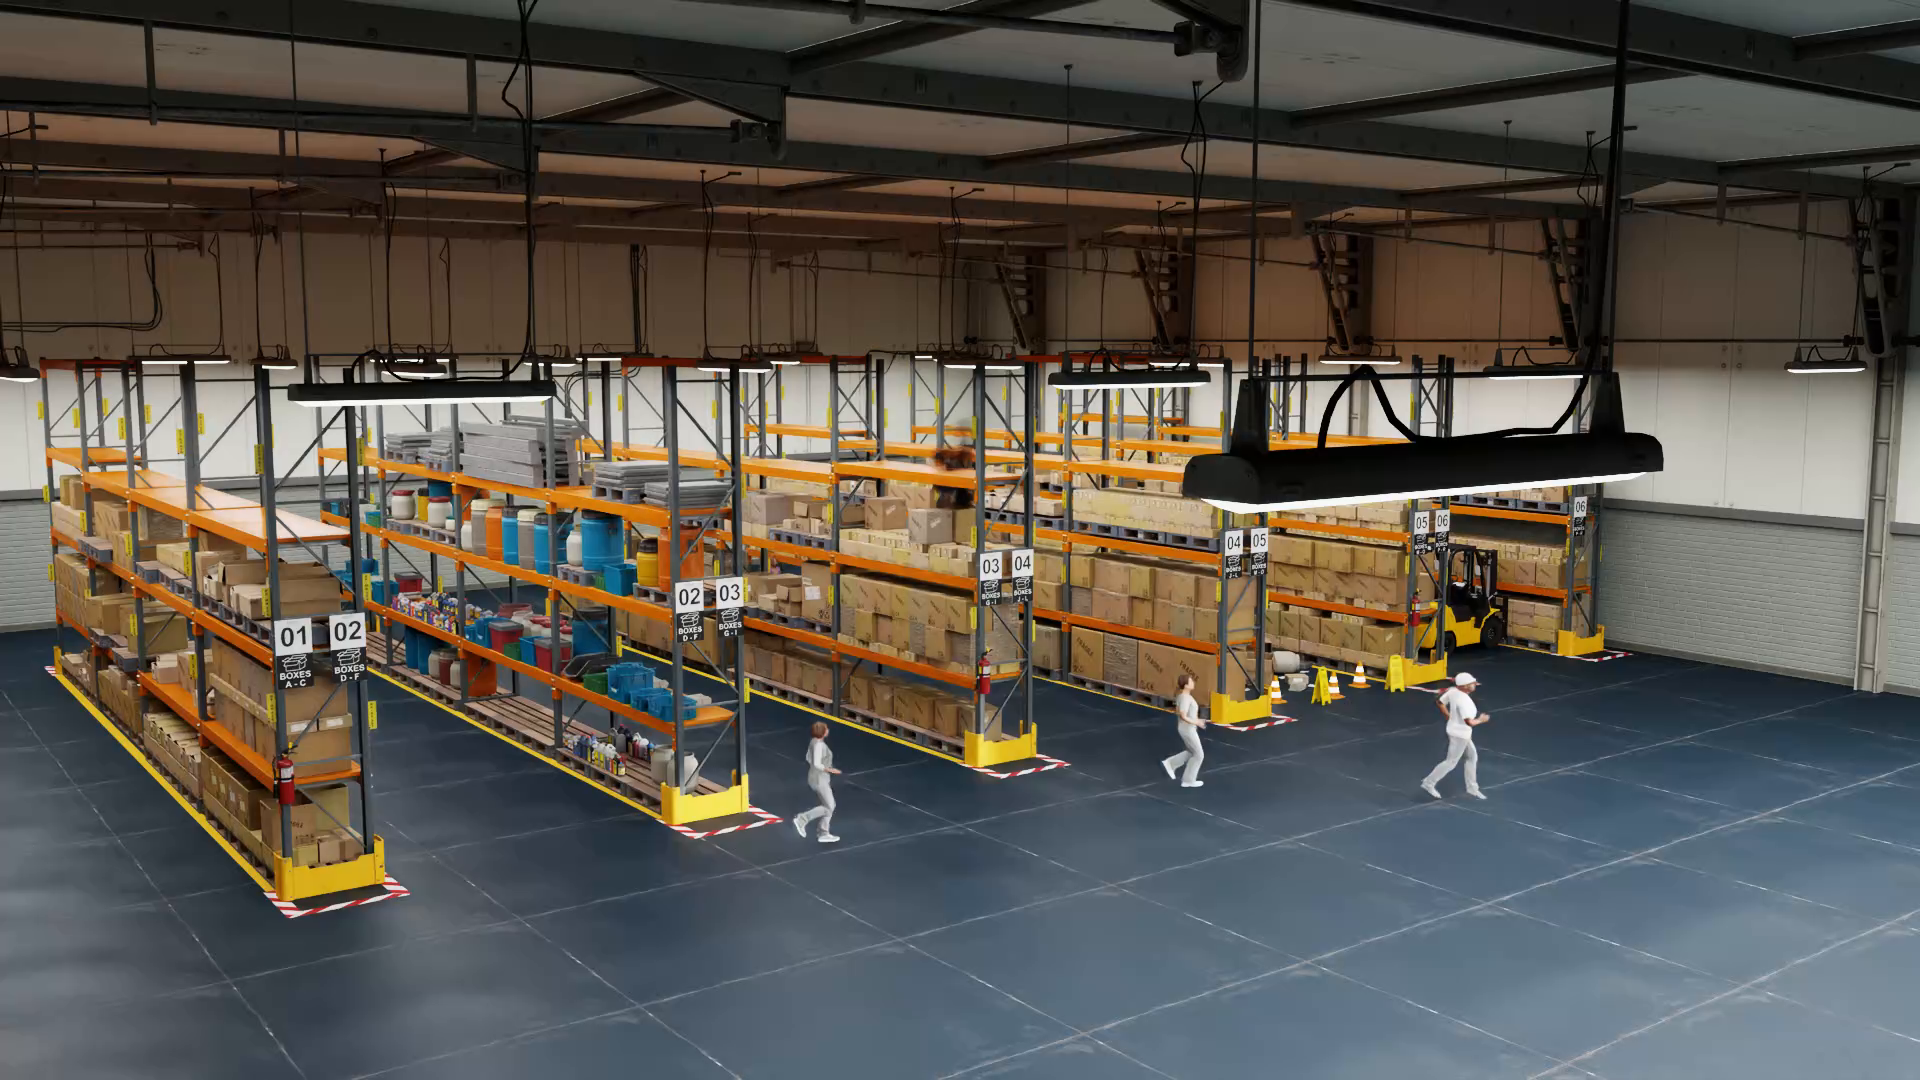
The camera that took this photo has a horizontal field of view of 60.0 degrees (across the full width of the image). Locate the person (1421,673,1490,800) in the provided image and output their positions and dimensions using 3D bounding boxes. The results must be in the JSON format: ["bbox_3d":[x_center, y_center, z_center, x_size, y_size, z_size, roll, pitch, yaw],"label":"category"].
[{"bbox_3d":[6.823,2.710,22.897,0.948,1.801,0.712,1,7,5],"label":"person"}]

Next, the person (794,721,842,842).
[{"bbox_3d":[-1.804,3.047,20.952,0.616,1.551,0.537,-1,7,-12],"label":"person"}]

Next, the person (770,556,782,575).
[{"bbox_3d":[-4.150,1.144,36.838,0.564,1.584,0.603,-5,8,-35],"label":"person"}]

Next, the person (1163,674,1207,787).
[{"bbox_3d":[3.186,2.700,23.571,0.593,1.618,0.561,0,7,1],"label":"person"}]
